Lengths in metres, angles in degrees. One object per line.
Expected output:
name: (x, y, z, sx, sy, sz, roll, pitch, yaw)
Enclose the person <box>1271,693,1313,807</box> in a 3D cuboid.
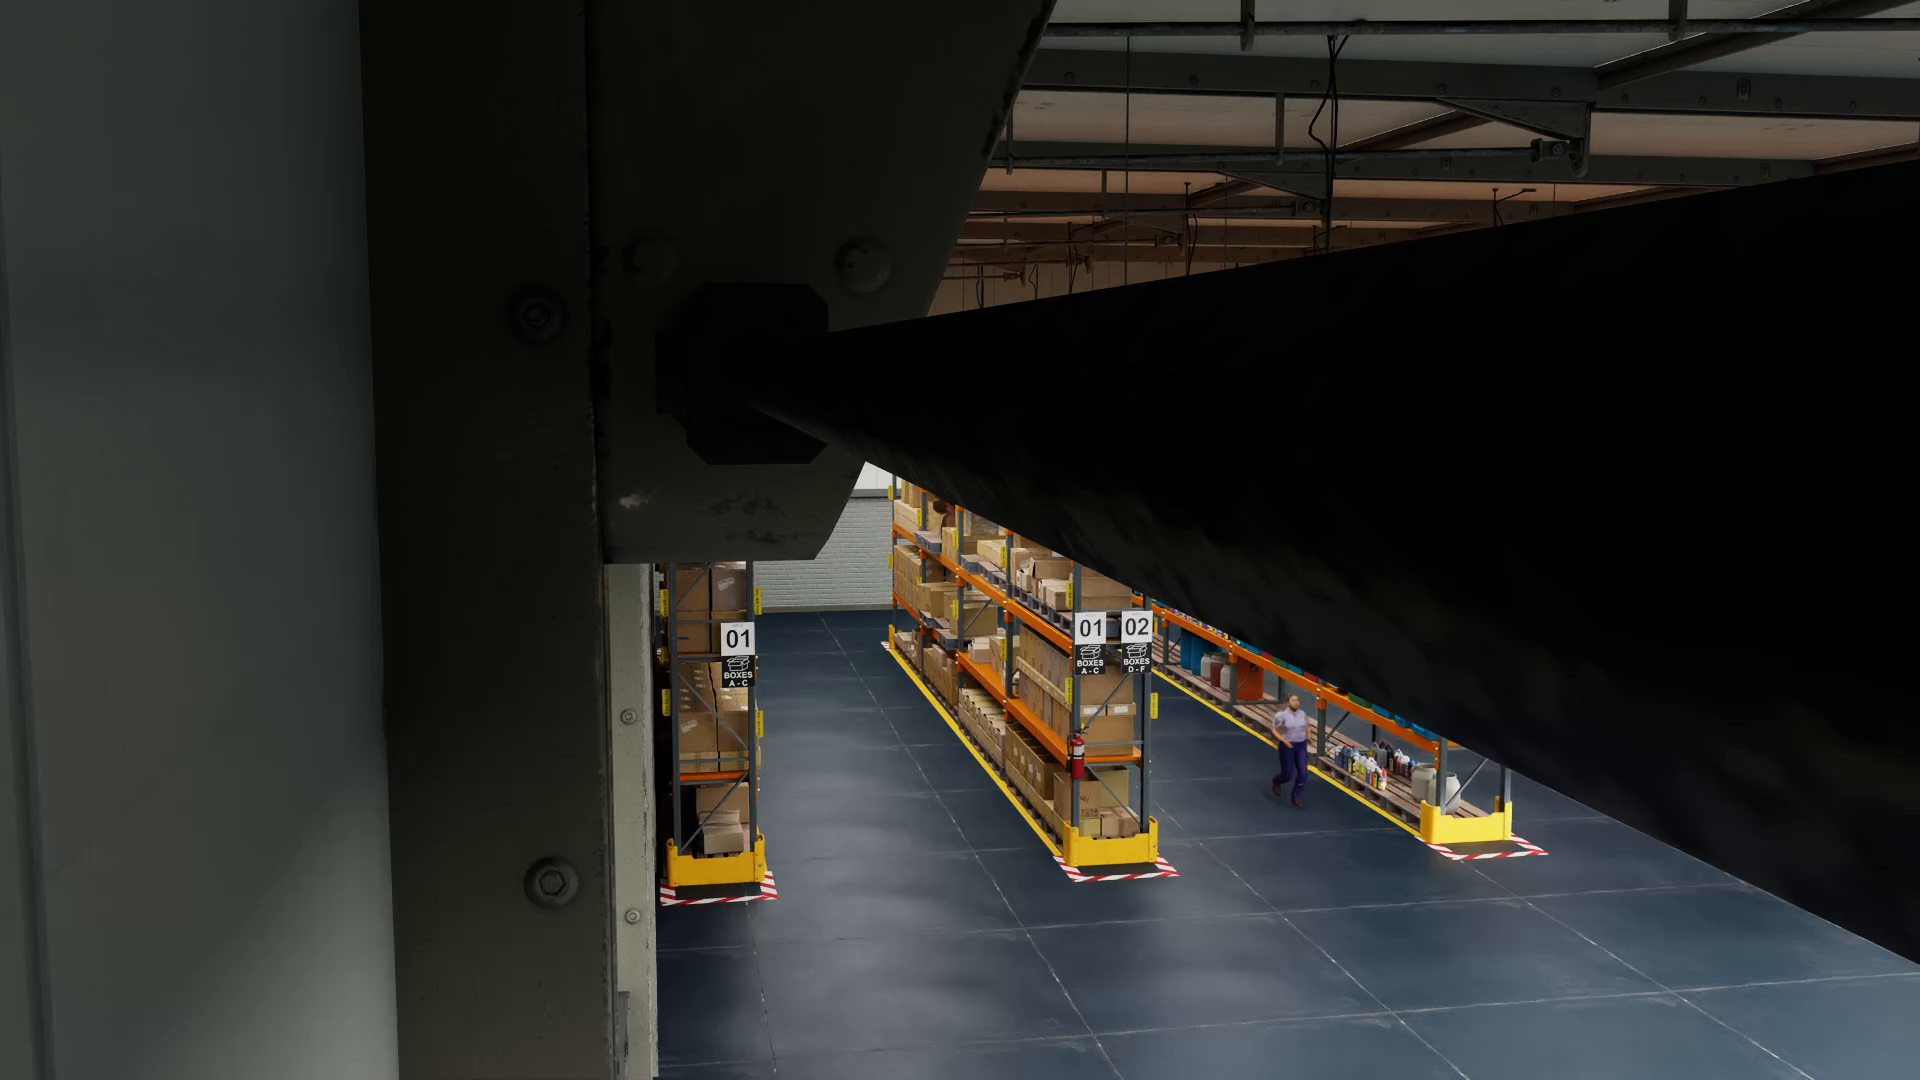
person: (4.739, 2.974, 23.746, 0.608, 1.596, 0.609, -2, 6, -16)
